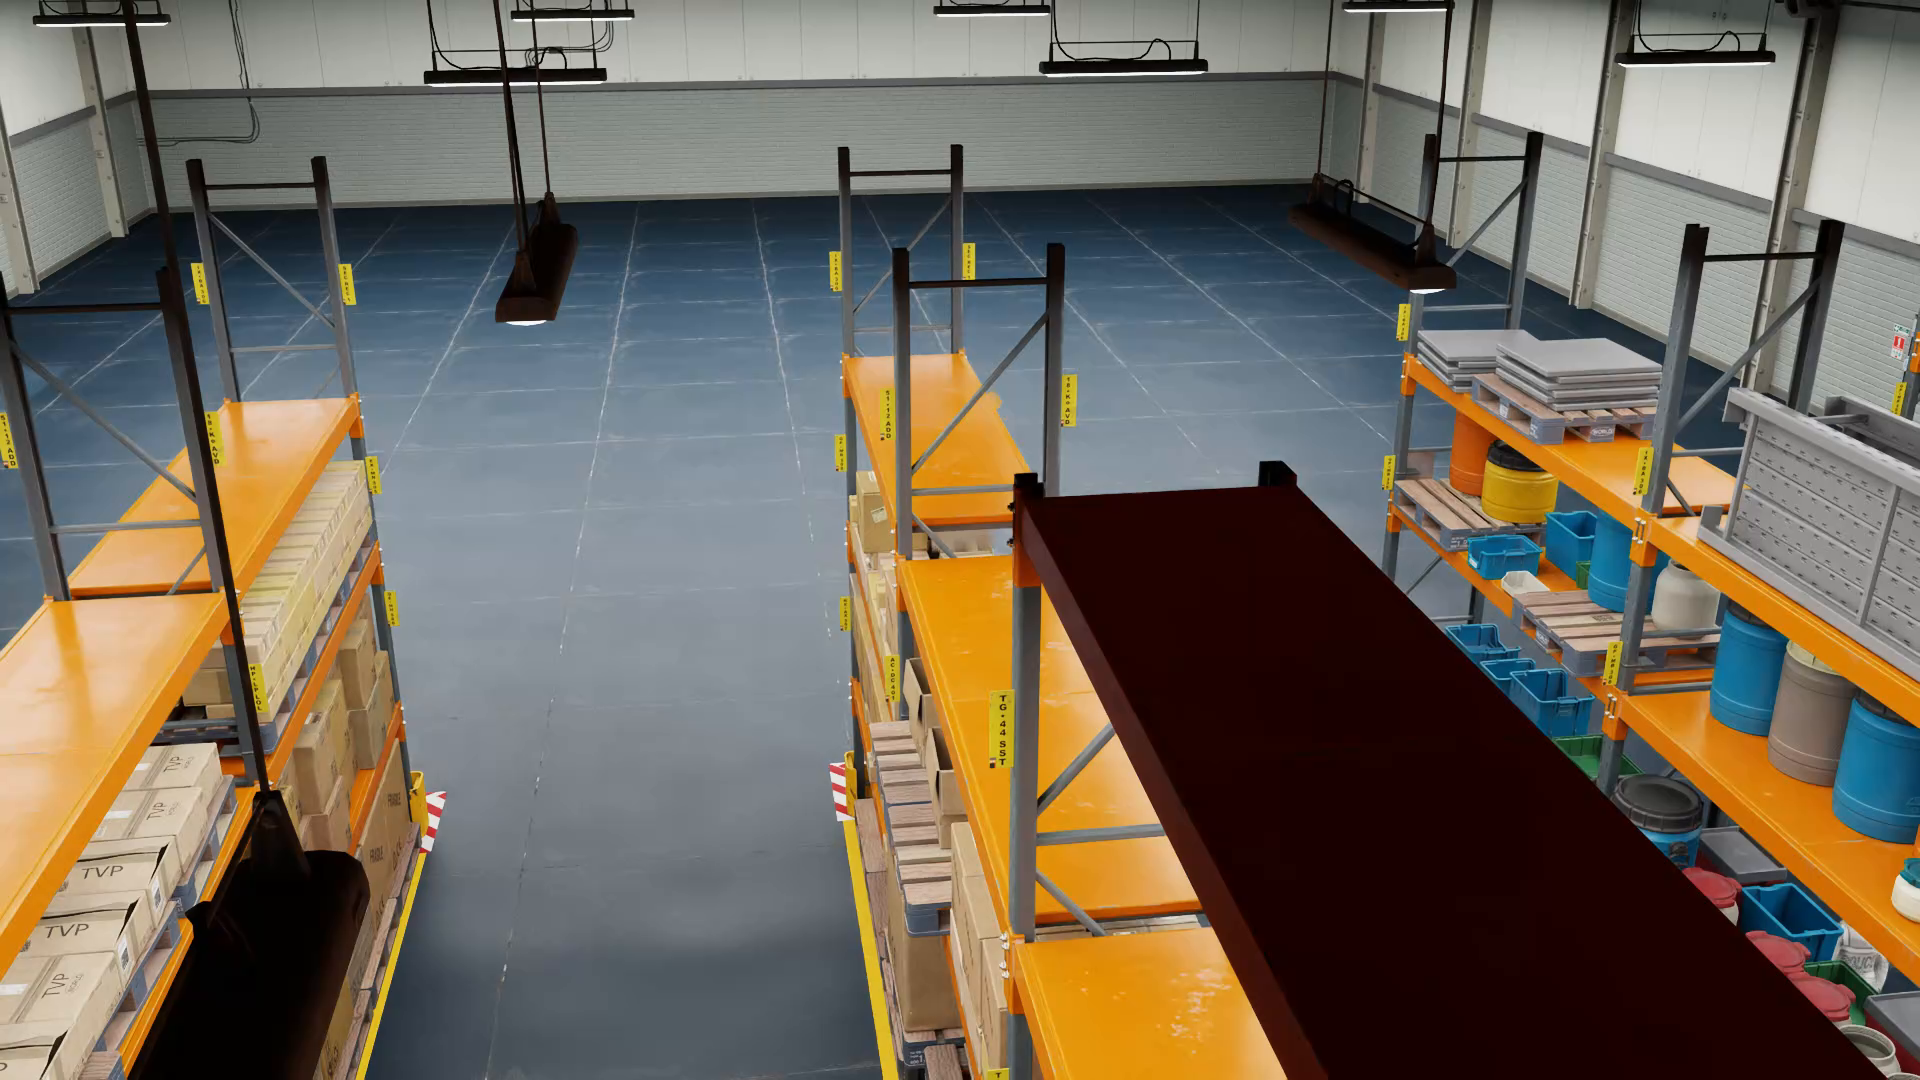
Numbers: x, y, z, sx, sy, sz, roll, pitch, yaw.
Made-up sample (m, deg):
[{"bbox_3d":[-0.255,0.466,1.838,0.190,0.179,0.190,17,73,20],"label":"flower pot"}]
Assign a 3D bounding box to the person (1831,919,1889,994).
[{"bbox_3d":[6.106,3.131,11.481,0.490,1.692,0.349,0,22,-1],"label":"person"}]
